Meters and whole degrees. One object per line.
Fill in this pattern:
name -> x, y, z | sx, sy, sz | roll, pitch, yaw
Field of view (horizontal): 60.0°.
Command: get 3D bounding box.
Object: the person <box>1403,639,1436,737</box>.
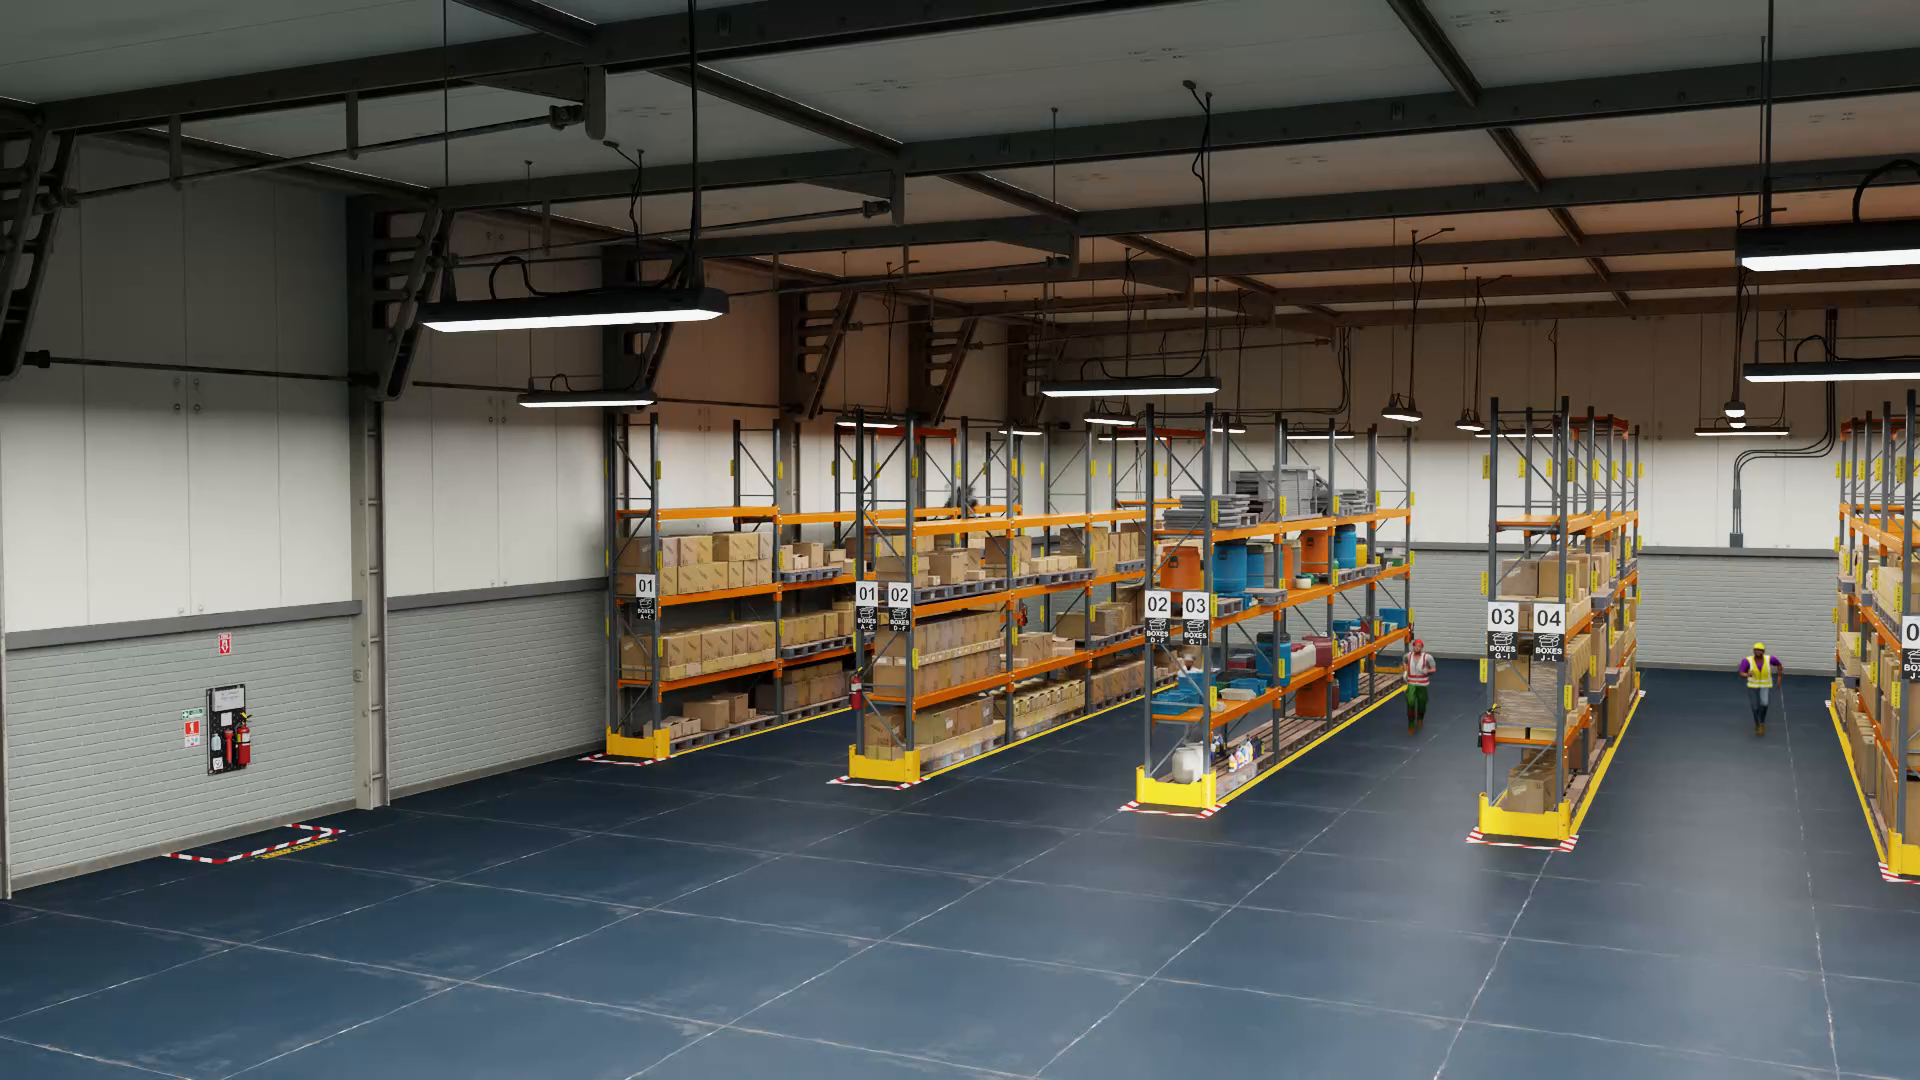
person -> 8.745, 2.789, 31.654 | 0.622, 1.838, 0.996 | 1, 3, 18

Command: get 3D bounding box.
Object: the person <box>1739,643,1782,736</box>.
person -> 15.096, 2.802, 31.371 | 0.733, 1.748, 0.803 | 1, 3, 25

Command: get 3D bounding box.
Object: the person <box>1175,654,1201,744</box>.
person -> 4.205, 2.900, 30.512 | 0.588, 1.658, 0.546 | 1, 3, 21
